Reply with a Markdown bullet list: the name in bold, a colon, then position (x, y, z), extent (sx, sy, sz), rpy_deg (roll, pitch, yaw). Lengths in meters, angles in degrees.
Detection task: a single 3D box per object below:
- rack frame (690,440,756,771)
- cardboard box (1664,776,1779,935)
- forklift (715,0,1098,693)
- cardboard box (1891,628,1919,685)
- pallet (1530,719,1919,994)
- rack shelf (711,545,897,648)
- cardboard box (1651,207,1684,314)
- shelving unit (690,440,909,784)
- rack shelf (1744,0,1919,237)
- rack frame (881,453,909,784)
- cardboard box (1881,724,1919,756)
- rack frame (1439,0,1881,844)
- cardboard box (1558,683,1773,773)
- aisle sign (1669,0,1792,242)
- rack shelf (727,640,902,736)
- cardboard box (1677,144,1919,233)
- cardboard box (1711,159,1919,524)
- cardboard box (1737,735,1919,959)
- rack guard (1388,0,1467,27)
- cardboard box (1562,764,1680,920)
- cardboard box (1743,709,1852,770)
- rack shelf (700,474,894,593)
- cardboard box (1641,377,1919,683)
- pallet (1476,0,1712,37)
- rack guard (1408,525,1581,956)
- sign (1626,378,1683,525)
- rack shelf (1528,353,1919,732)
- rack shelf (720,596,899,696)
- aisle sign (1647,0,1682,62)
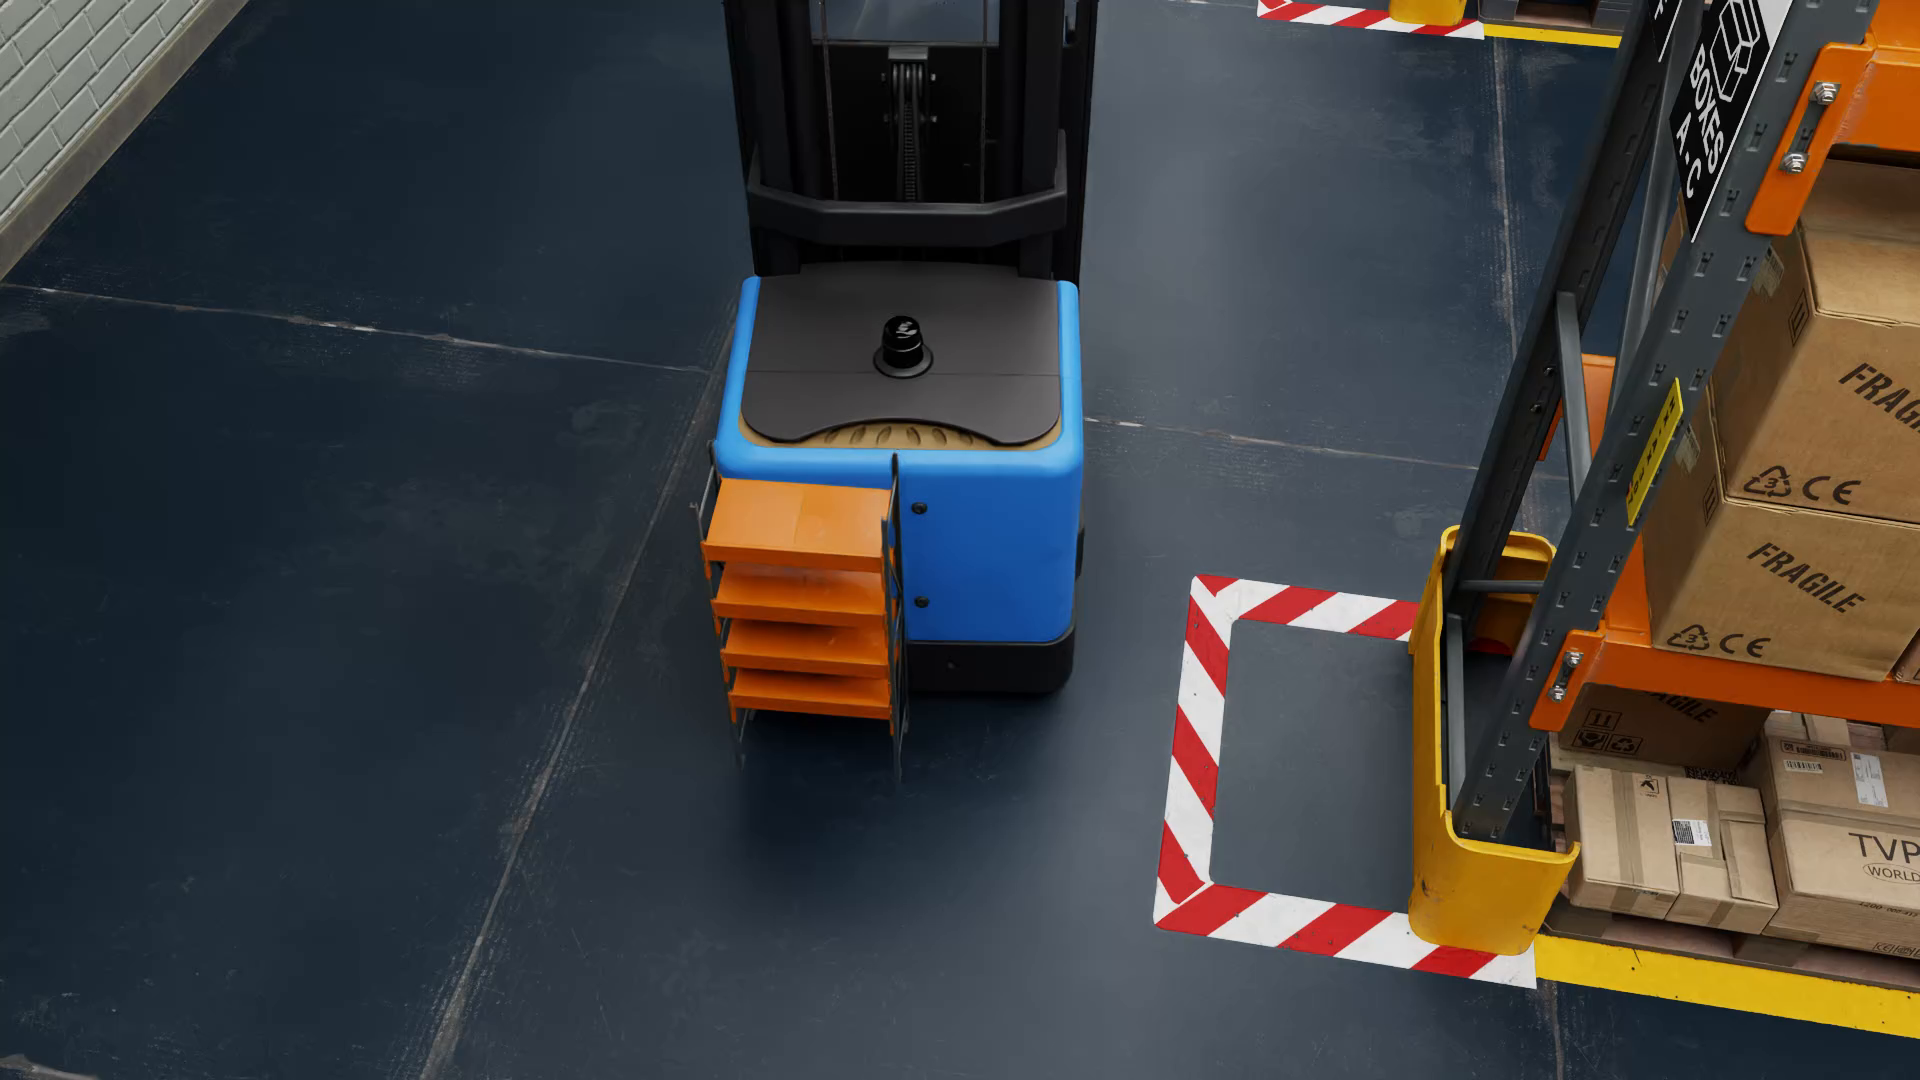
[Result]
- **rack frame**: position (-0.665, 0.223, 4.741), extent (0.015, 1.200, 0.240), rpy_deg (4, 49, 4)
- **cardboard box**: position (2.071, 0.859, 4.571), extent (0.250, 0.166, 0.380), rpy_deg (8, 49, 7)
- **forklift**: position (-0.137, -1.584, 5.203), extent (1.130, 2.935, 3.031), rpy_deg (1, 48, 1)
- **cardboard box**: position (2.373, 0.002, 3.665), extent (0.500, 0.500, 0.500), rpy_deg (7, 48, 6)
- **pallet**: position (2.334, 0.766, 4.920), extent (1.213, 0.211, 1.003), rpy_deg (8, 49, 7)
- **rack shelf**: position (-0.423, 0.137, 4.608), extent (0.480, 0.148, 0.258), rpy_deg (4, 49, 4)
- **cardboard box**: position (1.963, -0.454, 4.075), extent (0.500, 0.500, 0.500), rpy_deg (9, 49, 8)
- **shelving unit**: position (-0.423, 0.241, 4.725), extent (0.503, 1.200, 0.258), rpy_deg (4, 49, 4)
- **rack shelf**: position (3.442, -0.779, 2.900), extent (4.000, 0.370, 1.077), rpy_deg (8, 49, 7)
- **rack frame**: position (-0.180, 0.258, 4.709), extent (0.015, 1.200, 0.240), rpy_deg (4, 49, 4)
- **cardboard box**: position (2.983, 0.530, 4.810), extent (0.500, 0.250, 0.500), rpy_deg (8, 49, 7)
- **rack frame**: position (1.474, -0.281, 3.986), extent (0.127, 3.000, 1.000), rpy_deg (8, 49, 7)
- **cardboard box**: position (2.053, 0.299, 4.849), extent (0.500, 0.500, 0.500), rpy_deg (8, 49, 7)
- **aisle sign**: position (1.355, -0.944, 2.834), extent (0.004, 0.787, 0.394), rpy_deg (8, 49, 7)
- **rack shelf**: position (-0.422, 0.416, 4.925), extent (0.480, 0.148, 0.258), rpy_deg (4, 49, 4)
- **cardboard box**: position (1.961, -0.791, 3.705), extent (0.500, 0.500, 0.500), rpy_deg (7, 48, 6)
- **cardboard box**: position (1.864, -0.397, 3.351), extent (0.500, 0.500, 0.500), rpy_deg (9, 49, 8)
- **cardboard box**: position (2.451, 0.837, 4.534), extent (0.500, 0.250, 0.500), rpy_deg (8, 49, 7)
- **rack guard**: position (2.333, -3.064, 8.167), extent (0.348, 0.500, 1.175), rpy_deg (8, 49, 7)
- **cardboard box**: position (1.825, 0.832, 4.607), extent (0.250, 0.149, 0.380), rpy_deg (8, 49, 7)
- **cardboard box**: position (2.436, 0.530, 4.866), extent (0.250, 0.166, 0.380), rpy_deg (8, 49, 7)
- **rack shelf**: position (-0.423, -0.019, 4.430), extent (0.480, 0.148, 0.258), rpy_deg (4, 49, 4)
- **cardboard box**: position (1.864, -0.063, 3.723), extent (0.500, 0.500, 0.500), rpy_deg (9, 49, 8)
- **pallet**: position (3.164, -2.837, 8.157), extent (1.213, 0.211, 1.003), rpy_deg (8, 49, 7)
- **rack guard**: position (1.549, 0.564, 4.907), extent (0.348, 0.500, 1.175), rpy_deg (8, 49, 7)
- **sign**: position (1.378, -0.173, 3.307), extent (0.005, 0.325, 0.100), rpy_deg (8, 49, 7)
- **rack shelf**: position (3.442, 0.224, 4.016), extent (4.000, 0.370, 1.077), rpy_deg (8, 49, 7)
- **rack shelf**: position (-0.422, 0.285, 4.775), extent (0.480, 0.148, 0.258), rpy_deg (4, 49, 4)
- **aisle sign**: position (1.462, -1.383, 3.229), extent (0.004, 0.787, 0.394), rpy_deg (8, 49, 7)
